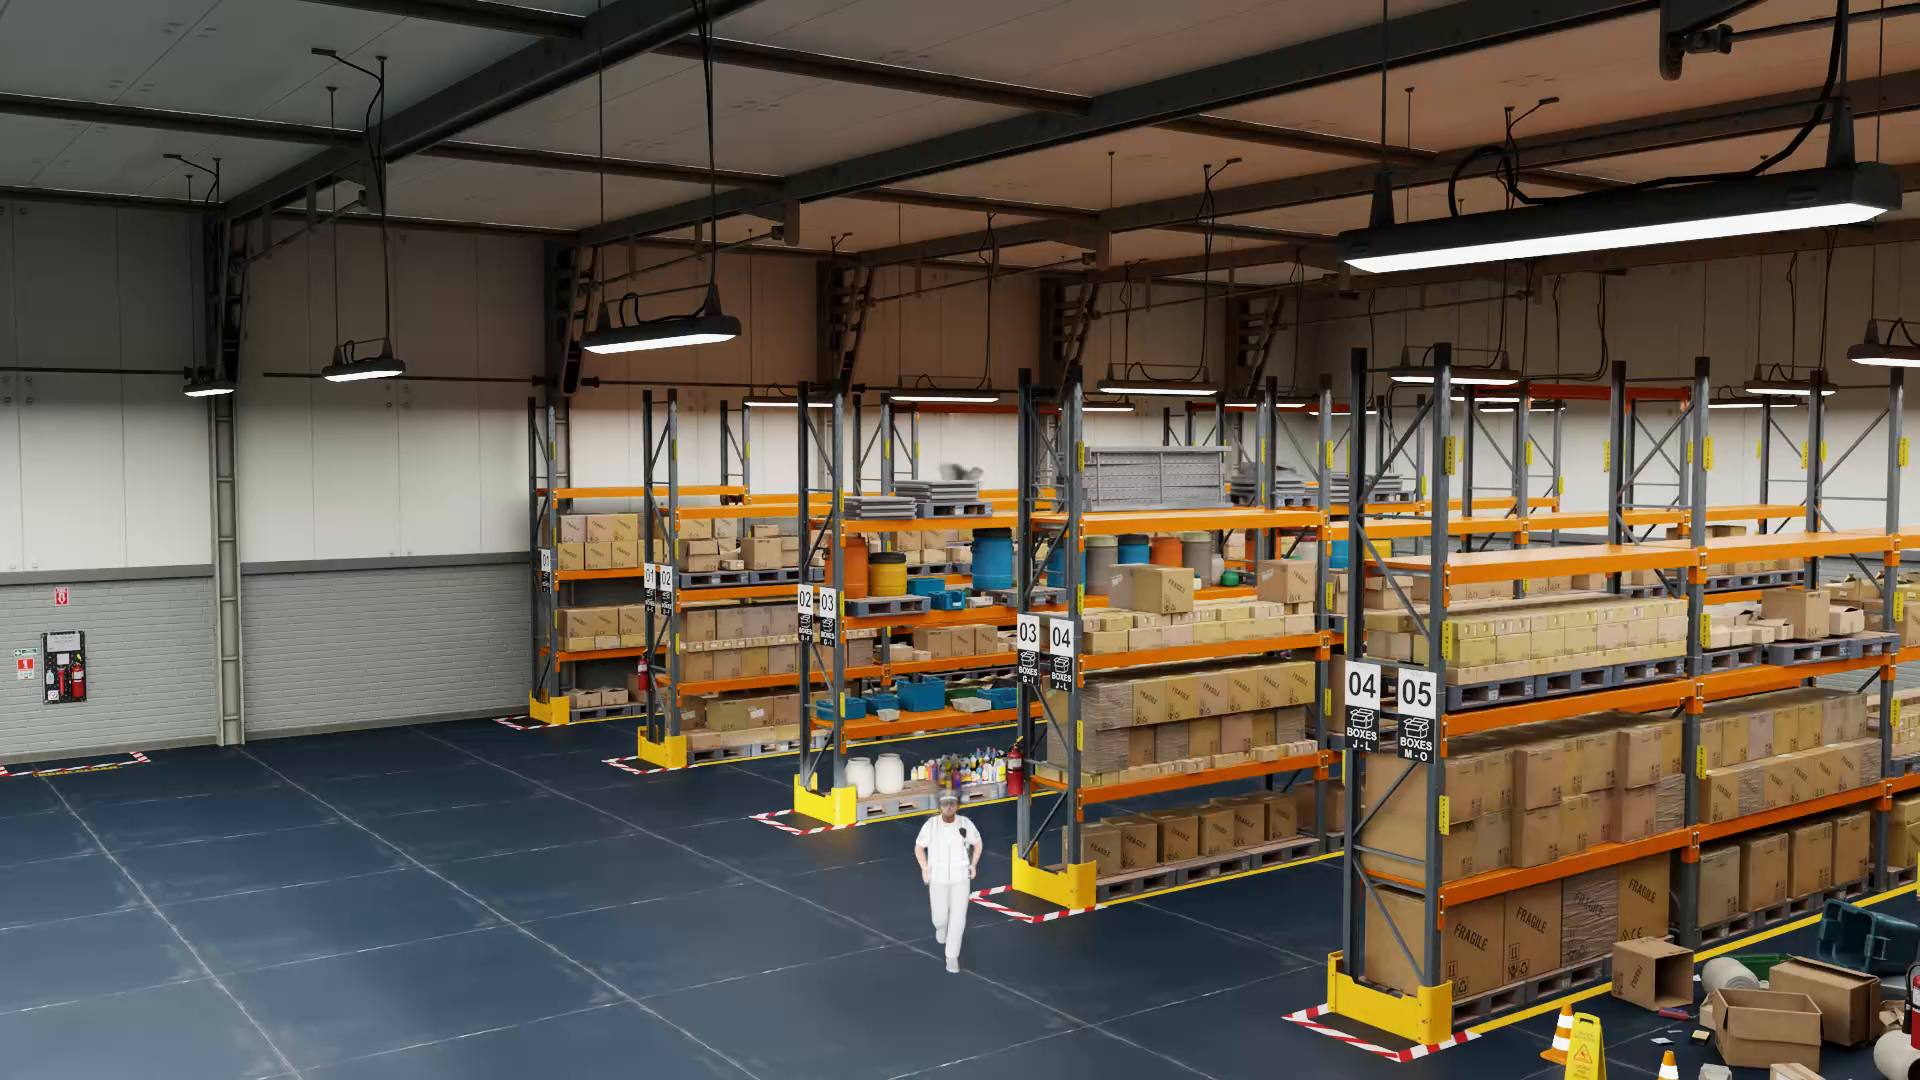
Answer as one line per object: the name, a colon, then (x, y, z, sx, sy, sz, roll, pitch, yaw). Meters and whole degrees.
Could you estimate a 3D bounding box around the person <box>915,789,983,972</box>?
person: (-0.105, 3.339, 16.508, 0.680, 1.754, 0.707, 0, 3, -1)
